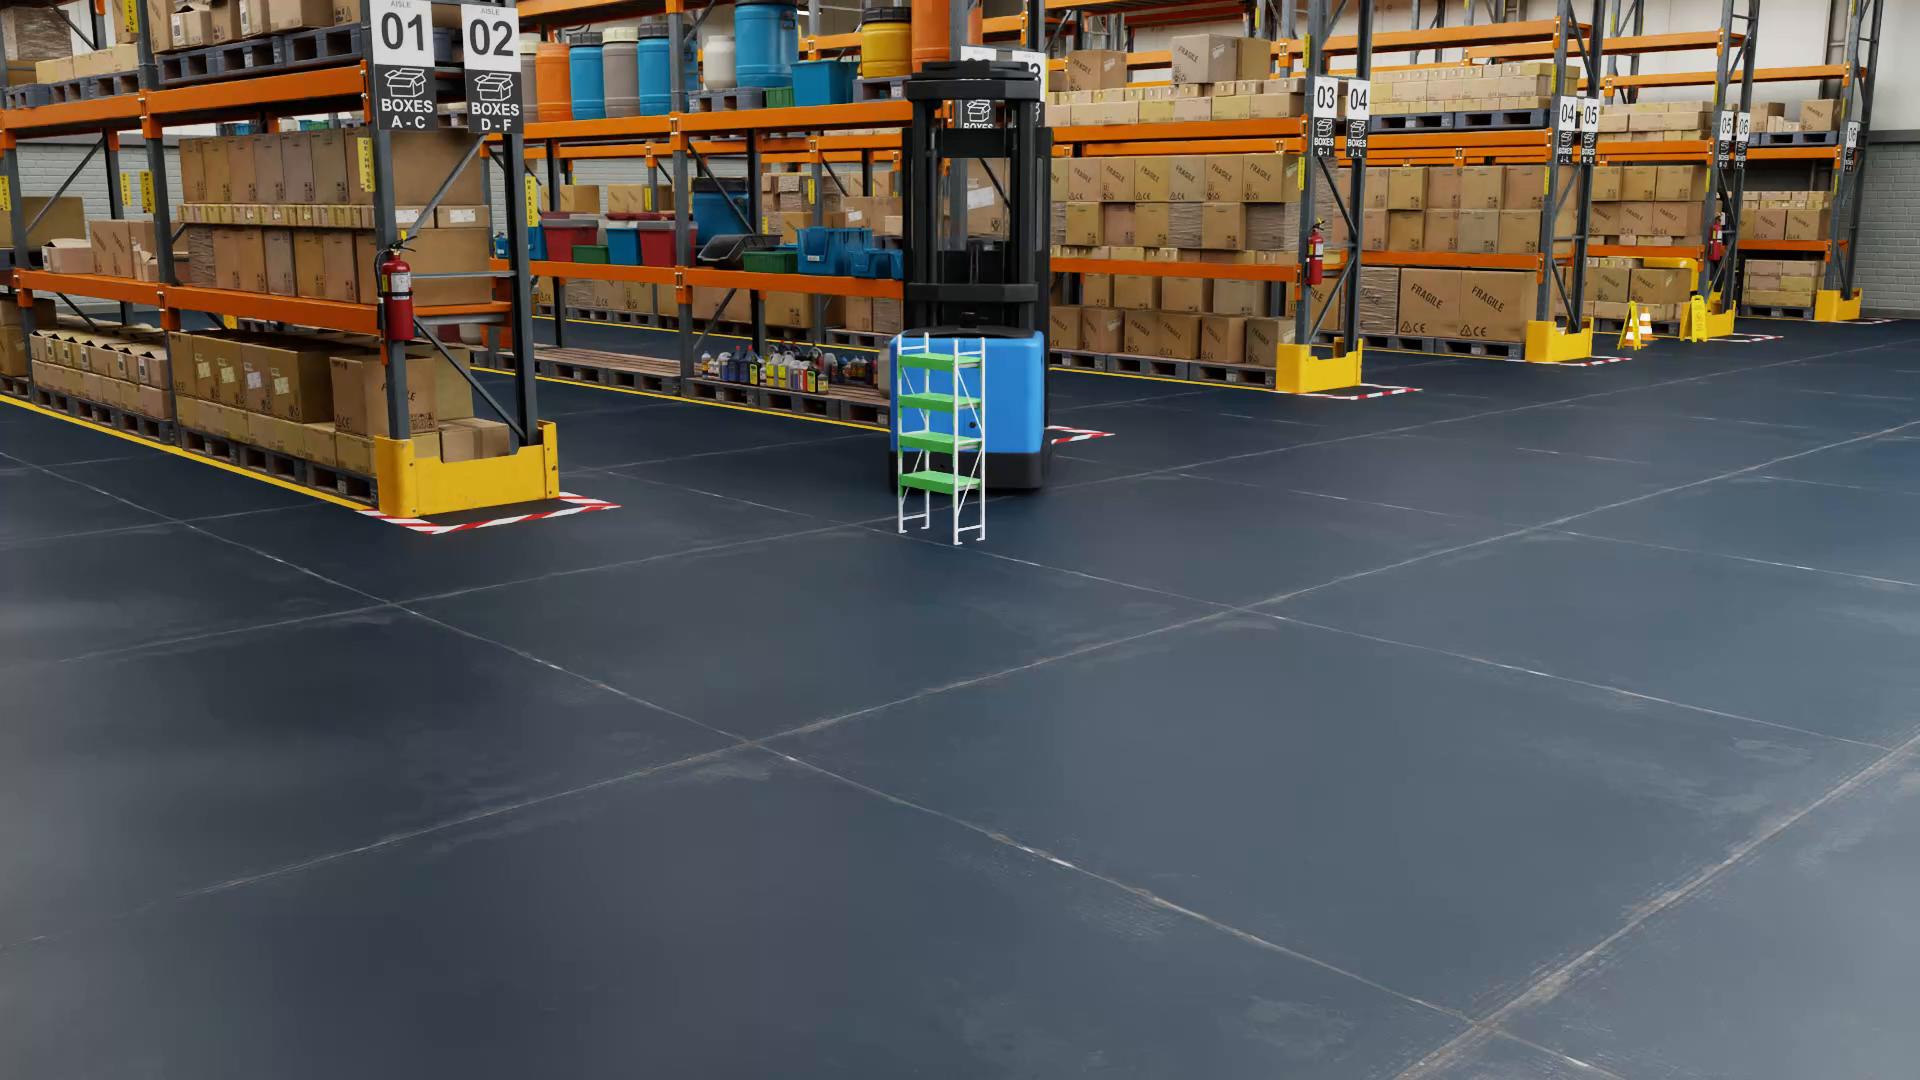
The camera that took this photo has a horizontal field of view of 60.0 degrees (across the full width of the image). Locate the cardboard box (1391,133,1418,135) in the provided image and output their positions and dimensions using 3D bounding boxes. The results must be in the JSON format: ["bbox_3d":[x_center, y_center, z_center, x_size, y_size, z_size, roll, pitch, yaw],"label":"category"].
[{"bbox_3d":[7.451,-6.798,27.371,0.500,0.250,0.500,-11,16,-42],"label":"cardboard box"}]

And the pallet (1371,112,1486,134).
[{"bbox_3d":[6.191,-5.479,21.859,1.003,0.211,1.213,-11,16,-43],"label":"pallet"}]

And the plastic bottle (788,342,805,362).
[{"bbox_3d":[-1.659,-1.822,16.796,0.185,0.351,0.144,11,16,42],"label":"plastic bottle"}]

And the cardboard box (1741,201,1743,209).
[{"bbox_3d":[13.309,-5.727,28.422,0.380,0.149,0.250,-11,16,-42],"label":"cardboard box"}]

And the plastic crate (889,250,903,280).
[{"bbox_3d":[-0.244,-2.360,14.304,0.499,0.251,0.616,-11,16,-43],"label":"plastic crate"}]

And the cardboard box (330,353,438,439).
[{"bbox_3d":[-3.853,-0.975,11.127,0.500,0.500,0.500,-11,16,-43],"label":"cardboard box"}]

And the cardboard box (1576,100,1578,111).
[{"bbox_3d":[7.552,-5.464,20.900,0.380,0.149,0.250,-11,16,-42],"label":"cardboard box"}]

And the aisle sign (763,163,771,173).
[{"bbox_3d":[-3.760,-7.346,31.690,0.394,0.787,0.004,-11,16,-43],"label":"aisle sign"}]

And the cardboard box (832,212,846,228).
[{"bbox_3d":[-1.763,-4.418,23.672,0.500,0.500,0.500,-10,15,-41],"label":"cardboard box"}]

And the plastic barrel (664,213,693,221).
[{"bbox_3d":[-2.947,-3.222,17.782,0.433,0.535,0.433,0,12,0],"label":"plastic barrel"}]

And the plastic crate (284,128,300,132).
[{"bbox_3d":[-9.123,-5.626,23.004,0.293,0.136,0.466,-11,16,-43],"label":"plastic crate"}]

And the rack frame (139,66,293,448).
[{"bbox_3d":[-6.030,-2.296,13.622,1.000,3.000,0.127,-11,16,-43],"label":"rack frame"}]

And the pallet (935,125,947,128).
[{"bbox_3d":[0.070,-5.309,21.278,1.213,0.211,1.003,-11,16,-43],"label":"pallet"}]

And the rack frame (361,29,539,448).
[{"bbox_3d":[-3.267,-1.712,10.789,1.000,3.000,0.127,-11,16,-43],"label":"rack frame"}]

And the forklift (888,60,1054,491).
[{"bbox_3d":[0.141,-2.025,12.474,1.130,2.935,3.031,1,12,4],"label":"forklift"}]

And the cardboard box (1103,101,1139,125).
[{"bbox_3d":[1.968,-4.820,18.810,0.500,0.250,0.500,11,16,43],"label":"cardboard box"}]

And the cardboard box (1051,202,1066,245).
[{"bbox_3d":[1.404,-3.796,19.919,0.875,0.500,0.500,-11,16,-43],"label":"cardboard box"}]

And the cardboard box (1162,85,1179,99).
[{"bbox_3d":[2.434,-4.918,18.296,0.250,0.149,0.380,11,16,42],"label":"cardboard box"}]

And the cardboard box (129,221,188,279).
[{"bbox_3d":[-6.912,-2.536,14.540,0.500,0.500,0.500,-9,15,-39],"label":"cardboard box"}]

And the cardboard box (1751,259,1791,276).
[{"bbox_3d":[13.754,-4.611,28.156,0.500,0.250,0.500,-11,16,-42],"label":"cardboard box"}]

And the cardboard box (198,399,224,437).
[{"bbox_3d":[-5.587,-0.971,12.966,0.500,0.250,0.500,-11,16,-43],"label":"cardboard box"}]

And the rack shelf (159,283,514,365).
[{"bbox_3d":[-4.648,-1.652,12.278,1.077,0.370,4.000,-11,16,-43],"label":"rack shelf"}]

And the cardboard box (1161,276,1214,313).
[{"bbox_3d":[3.638,-3.676,24.853,1.050,0.750,0.750,-11,16,-43],"label":"cardboard box"}]

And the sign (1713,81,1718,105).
[{"bbox_3d":[10.652,-6.301,23.436,0.100,0.325,0.005,-11,16,-43],"label":"sign"}]

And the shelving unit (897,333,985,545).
[{"bbox_3d":[-0.114,-0.612,9.908,0.258,1.200,0.503,-11,16,-43],"label":"shelving unit"}]

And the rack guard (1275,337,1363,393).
[{"bbox_3d":[3.848,-1.879,17.793,1.175,0.500,0.348,-11,16,-43],"label":"rack guard"}]

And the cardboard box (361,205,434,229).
[{"bbox_3d":[-3.669,-2.108,10.855,0.380,0.149,0.250,-11,16,-43],"label":"cardboard box"}]

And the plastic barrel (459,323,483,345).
[{"bbox_3d":[-6.012,-2.696,20.687,0.421,0.512,0.421,0,12,0],"label":"plastic barrel"}]

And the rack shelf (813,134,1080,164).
[{"bbox_3d":[-0.243,-5.085,21.507,1.077,0.370,4.000,-11,16,-43],"label":"rack shelf"}]

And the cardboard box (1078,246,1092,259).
[{"bbox_3d":[1.604,-3.373,19.475,0.380,0.149,0.250,-11,16,-43],"label":"cardboard box"}]

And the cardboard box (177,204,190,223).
[{"bbox_3d":[-5.984,-2.596,13.225,0.380,0.149,0.250,-11,16,-43],"label":"cardboard box"}]

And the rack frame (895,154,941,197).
[{"bbox_3d":[-0.730,-5.520,29.270,1.000,3.000,0.127,-11,16,-43],"label":"rack frame"}]

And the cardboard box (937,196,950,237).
[{"bbox_3d":[-0.126,-4.172,21.433,0.797,0.503,0.637,-9,15,-37],"label":"cardboard box"}]

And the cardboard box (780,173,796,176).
[{"bbox_3d":[-3.021,-6.613,31.112,0.500,0.500,0.500,-10,15,-41],"label":"cardboard box"}]

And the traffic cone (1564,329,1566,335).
[{"bbox_3d":[8.217,-2.801,22.362,0.336,0.463,0.334,-11,16,-43],"label":"traffic cone"}]

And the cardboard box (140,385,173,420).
[{"bbox_3d":[-6.526,-1.175,13.955,0.500,0.250,0.500,-11,16,-43],"label":"cardboard box"}]

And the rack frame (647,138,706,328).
[{"bbox_3d":[-4.387,-4.843,25.987,1.000,3.000,0.127,-11,16,-43],"label":"rack frame"}]

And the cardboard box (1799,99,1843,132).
[{"bbox_3d":[14.173,-6.969,27.333,0.500,0.500,0.500,-10,15,-41],"label":"cardboard box"}]

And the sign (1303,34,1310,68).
[{"bbox_3d":[3.485,-4.921,16.733,0.100,0.325,0.005,-11,16,-43],"label":"sign"}]

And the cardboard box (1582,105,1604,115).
[{"bbox_3d":[9.537,-6.437,24.935,0.380,0.149,0.250,-10,16,-41],"label":"cardboard box"}]

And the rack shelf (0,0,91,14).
[{"bbox_3d":[-10.173,-5.562,17.380,1.077,0.370,4.000,-11,16,-43],"label":"rack shelf"}]

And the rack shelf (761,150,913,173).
[{"bbox_3d":[-2.111,-6.929,30.457,1.077,0.370,4.000,-11,16,-43],"label":"rack shelf"}]

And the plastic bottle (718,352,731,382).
[{"bbox_3d":[-2.298,-1.716,16.468,0.152,0.276,0.135,-10,15,-41],"label":"plastic bottle"}]

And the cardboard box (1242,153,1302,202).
[{"bbox_3d":[3.342,-3.822,17.568,0.500,0.500,0.500,-11,16,-43],"label":"cardboard box"}]

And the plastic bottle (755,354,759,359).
[{"bbox_3d":[-2.000,-1.685,16.327,0.097,0.271,0.097,0,12,0],"label":"plastic bottle"}]

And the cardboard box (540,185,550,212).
[{"bbox_3d":[-6.668,-5.686,27.853,0.500,0.500,0.500,11,16,44],"label":"cardboard box"}]

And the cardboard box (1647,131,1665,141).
[{"bbox_3d":[10.264,-5.908,24.341,0.380,0.149,0.250,-10,15,-41],"label":"cardboard box"}]

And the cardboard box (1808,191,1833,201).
[{"bbox_3d":[14.255,-5.701,27.555,0.380,0.149,0.250,-11,16,-42],"label":"cardboard box"}]

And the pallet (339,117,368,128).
[{"bbox_3d":[-7.357,-5.429,21.864,1.213,0.211,1.003,-11,16,-43],"label":"pallet"}]

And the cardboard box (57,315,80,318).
[{"bbox_3d":[-9.972,-2.202,18.271,0.500,0.500,0.500,11,16,43],"label":"cardboard box"}]

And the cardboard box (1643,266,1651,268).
[{"bbox_3d":[10.329,-3.935,25.491,0.500,0.500,0.500,11,16,43],"label":"cardboard box"}]

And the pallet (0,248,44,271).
[{"bbox_3d":[-9.311,-2.875,16.908,1.213,0.211,1.003,-11,16,-43],"label":"pallet"}]

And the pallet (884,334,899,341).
[{"bbox_3d":[-0.248,-2.602,22.016,1.003,0.211,1.213,-11,16,-43],"label":"pallet"}]

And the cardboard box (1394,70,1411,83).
[{"bbox_3d":[5.851,-6.021,21.628,0.380,0.149,0.250,-11,16,-43],"label":"cardboard box"}]

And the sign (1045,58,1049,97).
[{"bbox_3d":[0.719,-3.951,14.202,0.100,0.325,0.005,-11,16,-43],"label":"sign"}]

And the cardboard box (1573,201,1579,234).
[{"bbox_3d":[9.472,-4.932,25.434,0.500,0.500,0.500,-11,16,-42],"label":"cardboard box"}]

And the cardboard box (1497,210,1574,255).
[{"bbox_3d":[7.268,-3.890,20.987,0.875,0.550,0.550,-11,16,-43],"label":"cardboard box"}]
